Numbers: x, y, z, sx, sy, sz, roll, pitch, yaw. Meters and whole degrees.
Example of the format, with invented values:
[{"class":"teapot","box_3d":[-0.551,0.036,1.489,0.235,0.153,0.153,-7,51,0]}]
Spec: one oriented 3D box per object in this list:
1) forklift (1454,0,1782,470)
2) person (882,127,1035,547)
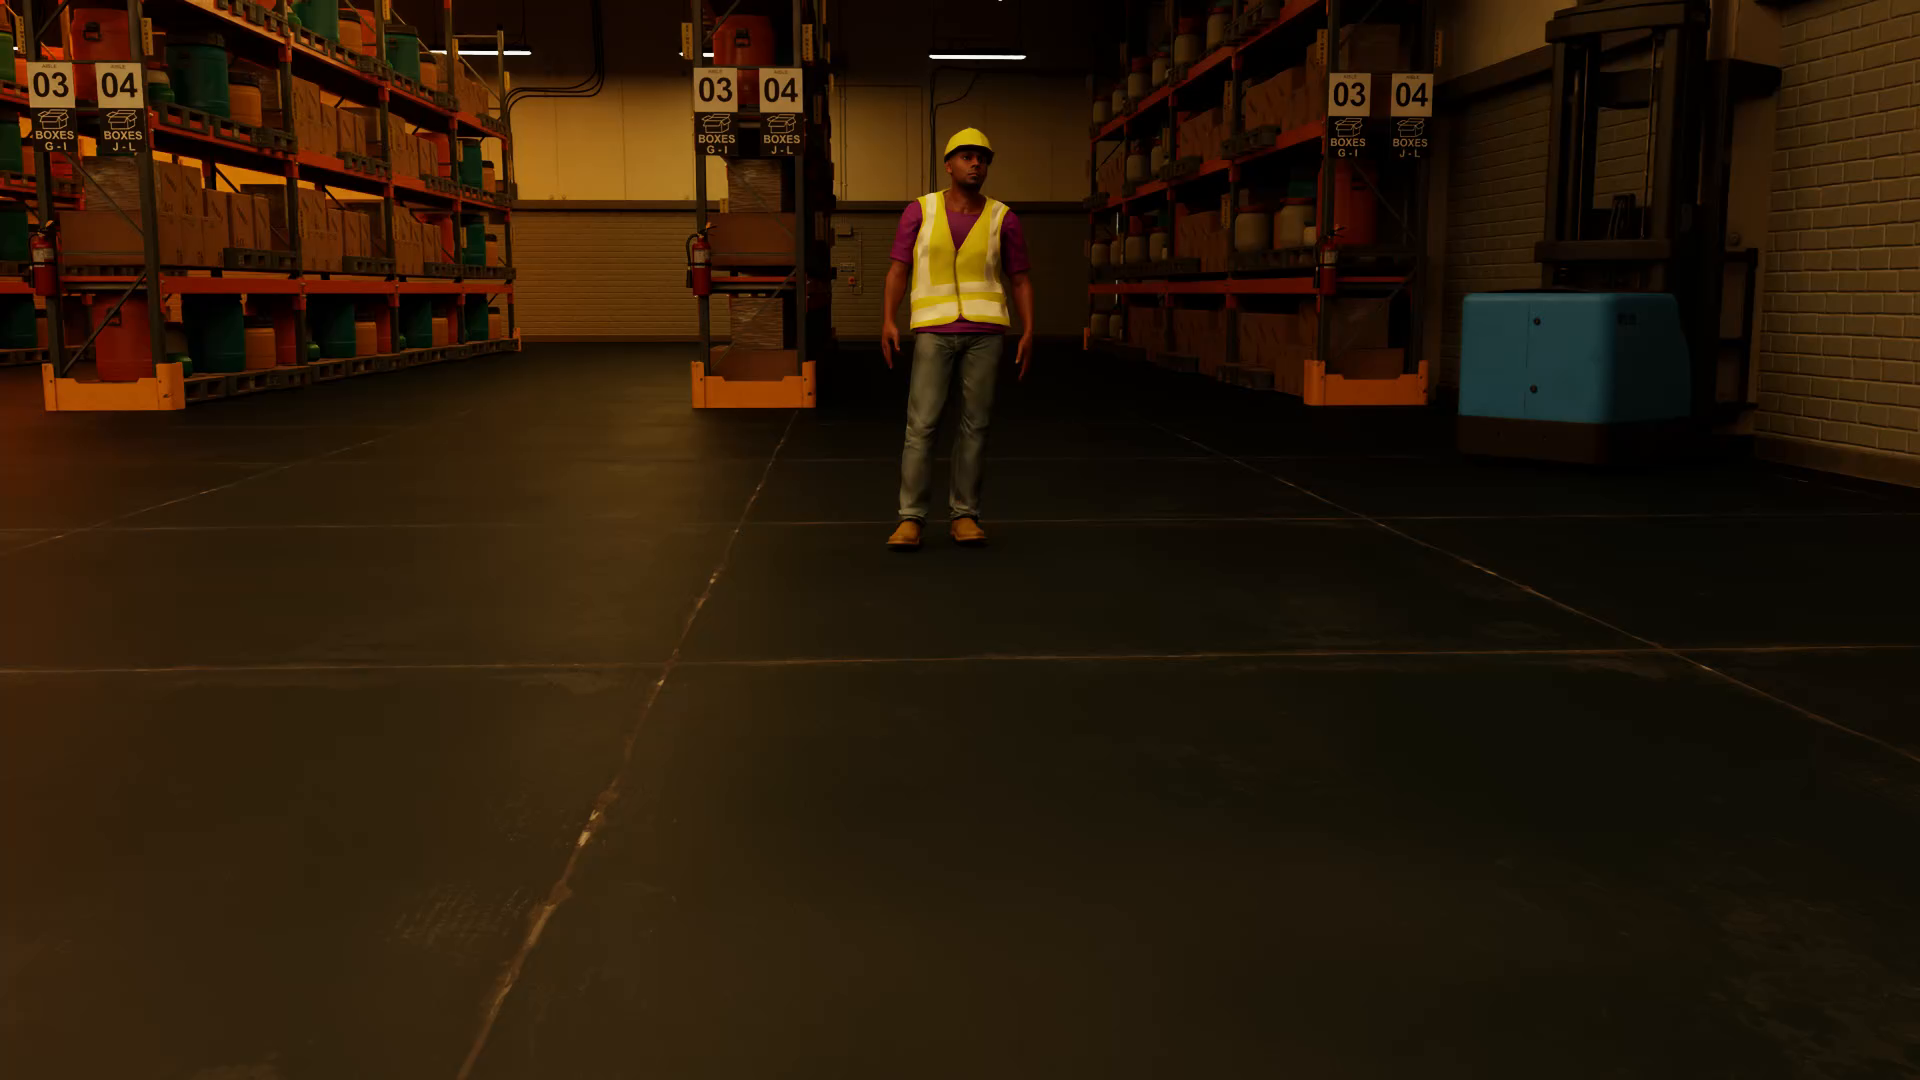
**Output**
[{"class":"forklift","box_3d":[4.599,-2.019,10.930,3.031,2.935,1.130,-7,11,-39]},{"class":"person","box_3d":[-0.002,-0.871,7.110,0.665,1.765,0.577,-1,8,-4]}]
